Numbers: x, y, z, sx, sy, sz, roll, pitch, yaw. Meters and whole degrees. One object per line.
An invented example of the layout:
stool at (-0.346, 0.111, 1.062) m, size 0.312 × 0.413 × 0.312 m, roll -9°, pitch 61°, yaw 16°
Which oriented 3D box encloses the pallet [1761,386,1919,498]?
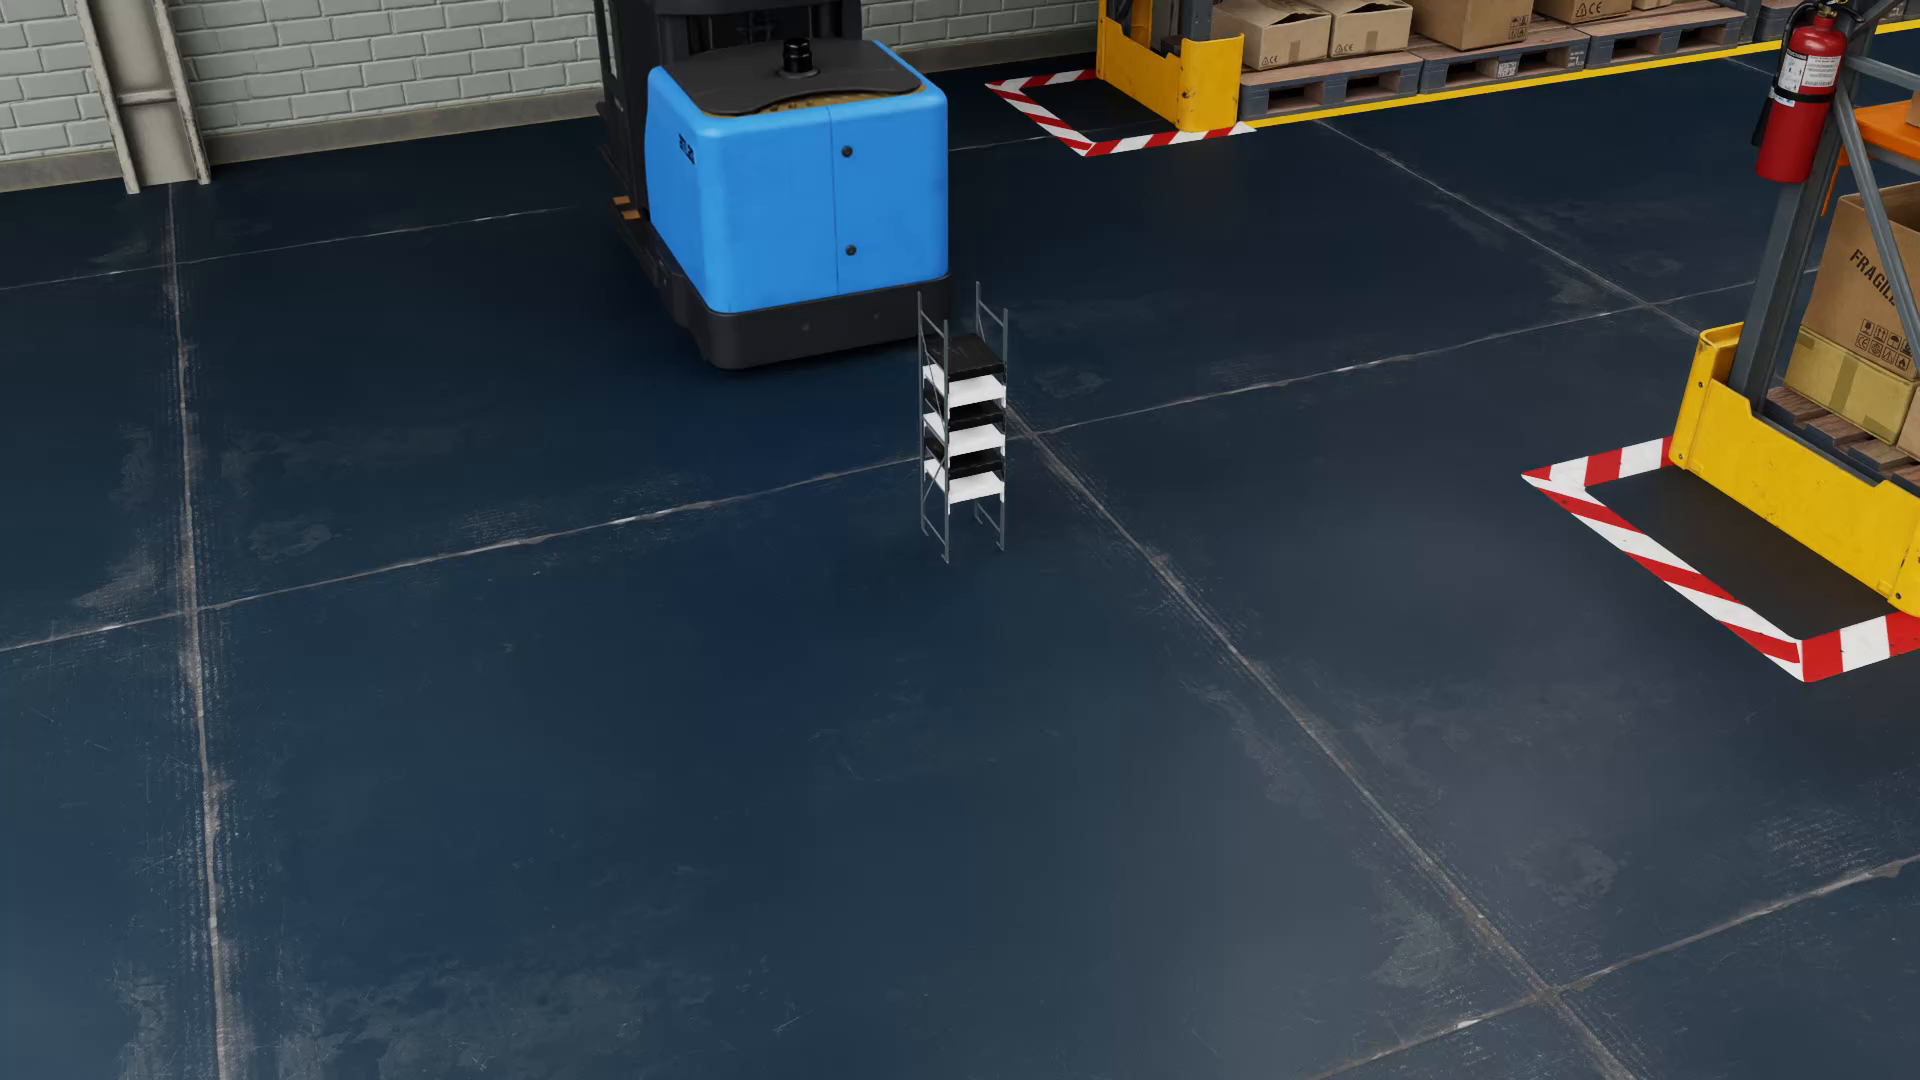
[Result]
pallet at (3.726, -0.342, 6.082) m, size 1.213 × 0.211 × 1.003 m, roll -13°, pitch 35°, yaw -19°

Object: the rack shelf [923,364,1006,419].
rack shelf at (0.007, -0.502, 5.427) m, size 0.200 × 0.077 × 0.258 m, roll -13°, pitch 35°, yaw -19°

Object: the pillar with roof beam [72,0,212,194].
pillar with roof beam at (-2.439, -3.484, 2.854) m, size 0.400 × 9.000 × 9.100 m, roll -13°, pitch 35°, yaw -19°

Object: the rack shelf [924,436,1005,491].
rack shelf at (0.007, -0.276, 5.574) m, size 0.200 × 0.077 × 0.258 m, roll -13°, pitch 35°, yaw -19°

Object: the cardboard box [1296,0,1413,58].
cardboard box at (2.315, -3.097, 9.821) m, size 0.500 × 0.311 × 0.500 m, roll -10°, pitch 34°, yaw -15°

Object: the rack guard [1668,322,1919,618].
rack guard at (3.015, -0.275, 5.715) m, size 0.348 × 0.500 × 1.175 m, roll -13°, pitch 35°, yaw -19°

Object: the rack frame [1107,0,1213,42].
rack frame at (1.116, -3.818, 8.868) m, size 0.127 × 3.000 × 1.000 m, roll -13°, pitch 35°, yaw -19°

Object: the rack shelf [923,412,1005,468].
rack shelf at (0.007, -0.351, 5.525) m, size 0.200 × 0.077 × 0.258 m, roll -13°, pitch 35°, yaw -19°

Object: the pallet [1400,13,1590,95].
pallet at (3.072, -3.075, 10.282) m, size 1.213 × 0.211 × 1.003 m, roll -13°, pitch 35°, yaw -19°

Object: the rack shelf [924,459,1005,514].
rack shelf at (0.007, -0.200, 5.624) m, size 0.200 × 0.077 × 0.258 m, roll -13°, pitch 35°, yaw -19°

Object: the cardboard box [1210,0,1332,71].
cardboard box at (1.789, -2.977, 9.636) m, size 0.500 × 0.311 × 0.500 m, roll -17°, pitch 37°, yaw -24°

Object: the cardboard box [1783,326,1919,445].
cardboard box at (3.418, -0.614, 6.079) m, size 0.500 × 0.250 × 0.500 m, roll -13°, pitch 35°, yaw -19°

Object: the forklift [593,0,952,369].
forklift at (-1.067, -2.707, 7.224) m, size 1.130 × 2.935 × 3.031 m, roll -13°, pitch 35°, yaw -19°

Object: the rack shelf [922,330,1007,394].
rack shelf at (0.008, -0.577, 5.378) m, size 0.200 × 0.077 × 0.258 m, roll -13°, pitch 35°, yaw -19°

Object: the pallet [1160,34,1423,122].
pallet at (1.949, -2.819, 9.890) m, size 1.213 × 0.211 × 1.003 m, roll -13°, pitch 35°, yaw -19°

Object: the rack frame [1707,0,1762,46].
rack frame at (4.805, -4.663, 10.166) m, size 0.127 × 3.000 × 1.000 m, roll -13°, pitch 35°, yaw -19°

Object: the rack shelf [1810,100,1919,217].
rack shelf at (4.882, -1.449, 5.886) m, size 4.000 × 0.370 × 1.077 m, roll -13°, pitch 35°, yaw -19°

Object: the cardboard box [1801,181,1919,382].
cardboard box at (3.417, -0.929, 5.876) m, size 0.500 × 0.500 × 0.500 m, roll -13°, pitch 35°, yaw -19°

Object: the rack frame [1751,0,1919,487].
rack frame at (3.036, -1.330, 5.043) m, size 0.053 × 2.616 × 0.949 m, roll -13°, pitch 35°, yaw -19°

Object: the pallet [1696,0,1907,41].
pallet at (5.522, -3.659, 11.180) m, size 1.213 × 0.211 × 1.003 m, roll -13°, pitch 35°, yaw -19°

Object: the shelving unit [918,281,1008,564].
shelving unit at (0.007, -0.379, 5.507) m, size 0.210 × 0.900 × 0.258 m, roll -13°, pitch 35°, yaw -19°

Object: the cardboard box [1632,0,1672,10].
cardboard box at (4.323, -3.532, 10.622) m, size 0.250 × 0.166 × 0.380 m, roll -18°, pitch 37°, yaw -25°

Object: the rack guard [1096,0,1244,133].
rack guard at (1.186, -2.787, 9.574) m, size 0.348 × 0.500 × 1.175 m, roll -13°, pitch 35°, yaw -19°

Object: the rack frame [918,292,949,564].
rack frame at (-0.086, -0.357, 5.474) m, size 0.006 × 0.900 × 0.240 m, roll -13°, pitch 35°, yaw -19°

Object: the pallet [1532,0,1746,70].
pallet at (4.199, -3.335, 10.681) m, size 1.213 × 0.211 × 1.003 m, roll -13°, pitch 35°, yaw -19°

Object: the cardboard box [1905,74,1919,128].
cardboard box at (3.473, -1.462, 5.155) m, size 0.500 × 0.500 × 0.700 m, roll -13°, pitch 35°, yaw -19°

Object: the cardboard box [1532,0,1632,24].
cardboard box at (3.863, -3.560, 10.360) m, size 0.500 × 0.500 × 0.500 m, roll -16°, pitch 36°, yaw -22°

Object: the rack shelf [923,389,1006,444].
rack shelf at (0.007, -0.426, 5.476) m, size 0.200 × 0.077 × 0.258 m, roll -13°, pitch 35°, yaw -19°

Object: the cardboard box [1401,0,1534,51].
cardboard box at (3.011, -3.306, 9.969) m, size 0.500 × 0.500 × 0.700 m, roll -15°, pitch 36°, yaw -22°

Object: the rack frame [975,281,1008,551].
rack frame at (0.101, -0.400, 5.540) m, size 0.006 × 0.900 × 0.240 m, roll -13°, pitch 35°, yaw -19°

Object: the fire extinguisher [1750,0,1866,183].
fire extinguisher at (2.749, -1.504, 5.383) m, size 0.183 × 0.674 × 0.296 m, roll -13°, pitch 35°, yaw -19°

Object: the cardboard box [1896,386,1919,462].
cardboard box at (3.618, -0.353, 5.678) m, size 0.500 × 0.250 × 0.500 m, roll -13°, pitch 35°, yaw -19°
